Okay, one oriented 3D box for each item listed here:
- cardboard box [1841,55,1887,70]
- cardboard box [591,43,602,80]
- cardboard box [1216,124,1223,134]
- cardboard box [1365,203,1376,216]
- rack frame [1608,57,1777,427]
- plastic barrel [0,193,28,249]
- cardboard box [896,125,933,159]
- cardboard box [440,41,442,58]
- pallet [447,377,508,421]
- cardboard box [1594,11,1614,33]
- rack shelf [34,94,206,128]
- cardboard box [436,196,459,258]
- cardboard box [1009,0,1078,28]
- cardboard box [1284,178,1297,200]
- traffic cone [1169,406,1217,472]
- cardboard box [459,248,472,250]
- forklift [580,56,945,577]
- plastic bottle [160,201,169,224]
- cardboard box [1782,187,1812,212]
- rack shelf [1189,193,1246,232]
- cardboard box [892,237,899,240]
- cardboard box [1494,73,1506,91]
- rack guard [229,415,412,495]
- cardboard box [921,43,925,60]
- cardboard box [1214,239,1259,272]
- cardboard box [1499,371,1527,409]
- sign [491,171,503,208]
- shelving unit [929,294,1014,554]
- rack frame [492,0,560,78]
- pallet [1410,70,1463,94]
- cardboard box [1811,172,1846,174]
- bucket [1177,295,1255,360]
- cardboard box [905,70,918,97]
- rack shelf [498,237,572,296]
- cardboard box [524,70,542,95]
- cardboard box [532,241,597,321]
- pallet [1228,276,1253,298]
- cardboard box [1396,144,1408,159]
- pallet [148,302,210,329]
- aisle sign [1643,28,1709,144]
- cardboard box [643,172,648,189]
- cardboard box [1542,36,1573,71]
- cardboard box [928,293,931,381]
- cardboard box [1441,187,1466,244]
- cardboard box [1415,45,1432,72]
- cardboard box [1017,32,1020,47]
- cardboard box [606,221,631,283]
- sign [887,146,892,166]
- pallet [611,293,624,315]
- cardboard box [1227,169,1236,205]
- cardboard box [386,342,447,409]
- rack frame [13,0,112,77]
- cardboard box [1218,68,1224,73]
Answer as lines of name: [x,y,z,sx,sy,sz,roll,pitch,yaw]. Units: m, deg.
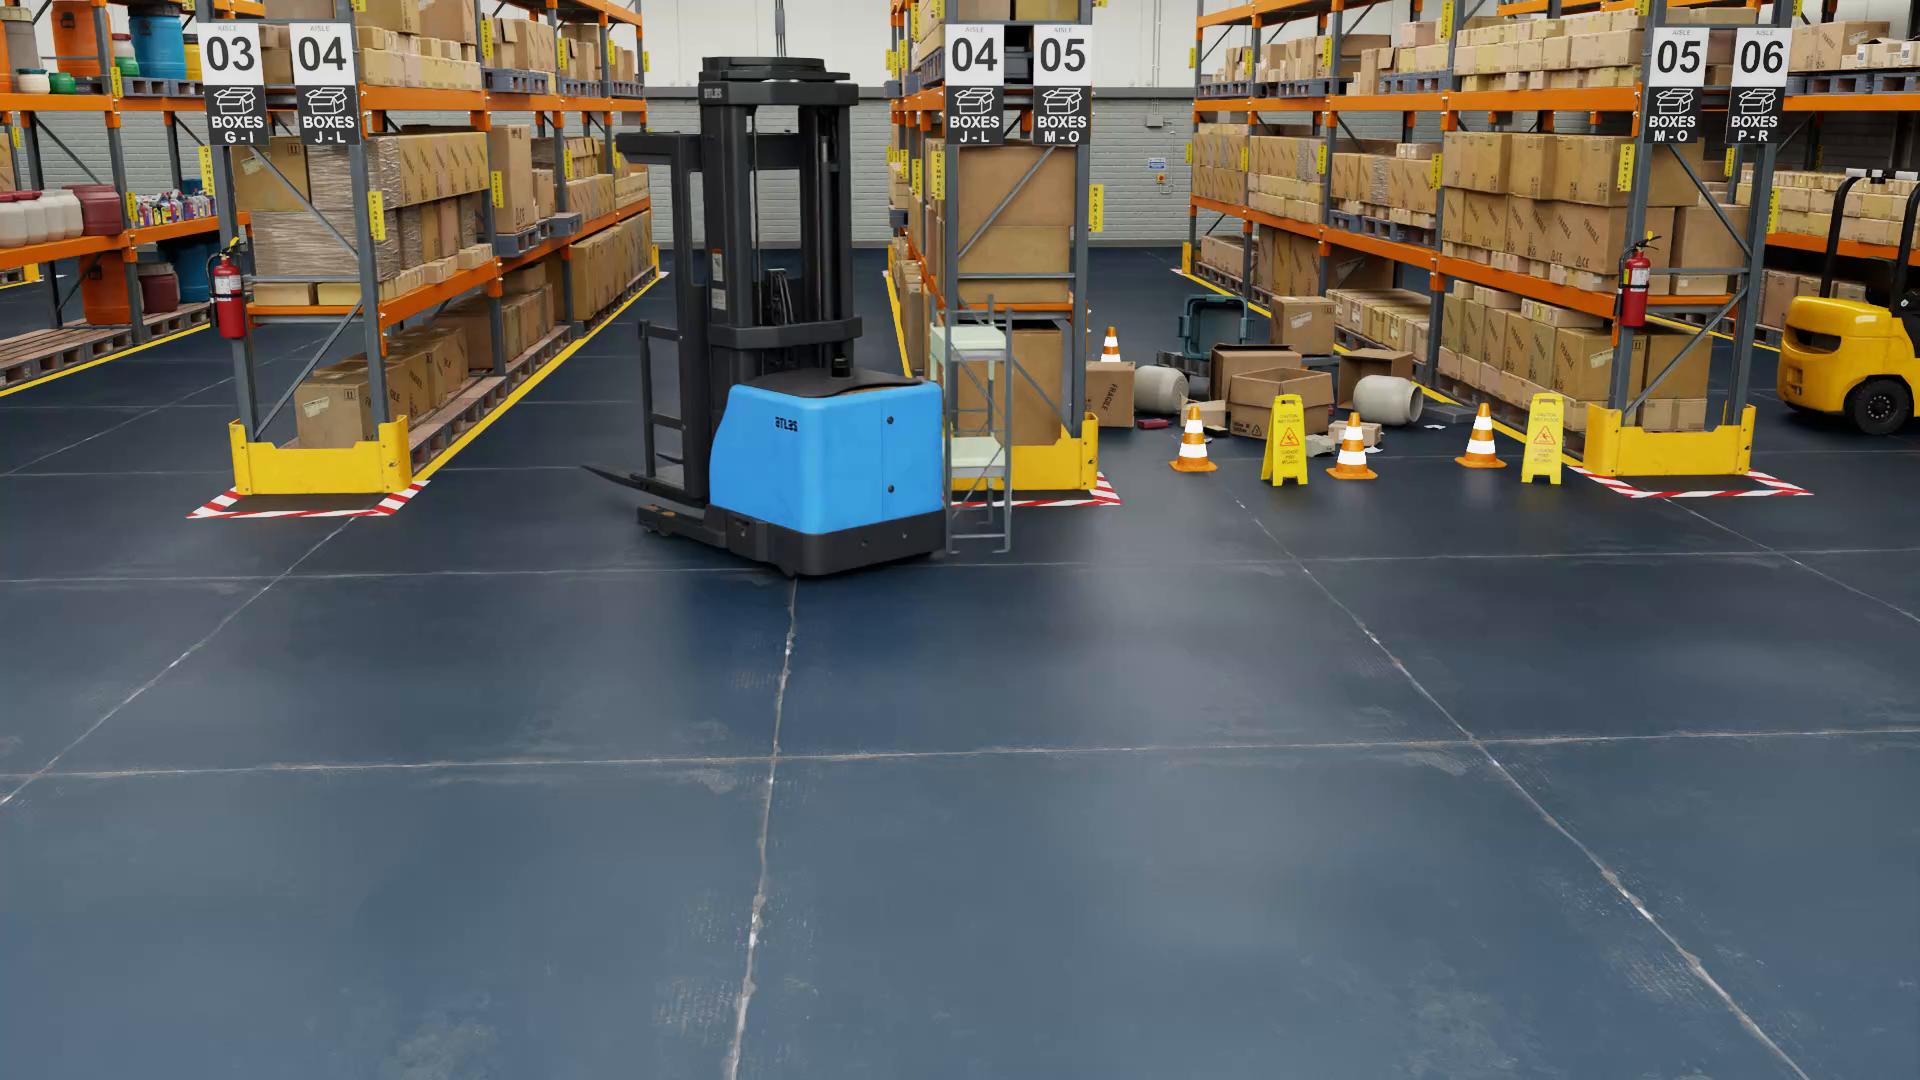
cardboard box: [9.616,-5.074,17.667,0.380,0.149,0.250,-1,14,-4]
cardboard box: [-5.414,-6.736,23.422,0.700,0.500,0.500,-2,15,-7]
cardboard box: [4.138,-6.305,25.502,0.380,0.149,0.250,-1,14,-5]
cardboard box: [4.712,-3.678,18.464,0.380,0.149,0.250,0,14,0]
rack frame: [5.329,-1.958,12.116,1.000,3.000,0.127,-1,14,-3]
plastic barrel: [-9.639,-3.213,16.721,0.433,0.535,0.433,0,14,0]
cardboard box: [-0.648,-5.630,23.584,0.500,0.500,0.500,-1,14,-5]
cardboard box: [-4.489,-4.034,13.666,0.380,0.149,0.250,0,14,-1]
pallet: [-4.733,-1.283,15.088,1.003,0.211,1.213,-1,14,-3]
cardboard box: [5.002,-3.883,12.480,0.380,0.149,0.250,-1,14,-4]
rack shelf: [-10.125,-5.320,20.606,1.077,0.370,4.000,-1,14,-3]
cardboard box: [-4.716,-2.632,13.937,0.875,0.500,0.500,-1,14,-3]
cardboard box: [0.621,-3.756,11.746,0.500,0.250,0.500,-1,14,-4]
cardboard box: [4.462,-4.488,21.247,0.500,0.250,0.500,-1,14,-5]
traffic cone: [1.779,-0.782,12.636,0.336,0.463,0.334,-1,14,-3]
cardboard box: [-4.541,-2.504,14.741,0.380,0.149,0.250,-1,14,-3]
forklift: [-1.432,-1.508,10.506,1.130,2.935,3.031,-12,19,-39]
plastic bottle: [-9.736,-4.003,20.324,0.097,0.271,0.097,0,14,0]
cardboard box: [9.615,-3.825,18.672,0.500,0.250,0.500,-1,14,-5]
rack shelf: [4.462,-5.091,25.738,1.077,0.370,4.000,-1,14,-3]
cardboard box: [-0.903,-4.811,26.889,0.380,0.149,0.250,-2,15,-6]
cardboard box: [4.918,-4.014,14.590,0.380,0.149,0.250,0,14,-2]
rack guard: [-4.566,-0.613,11.906,1.175,0.500,0.348,-1,14,-3]
cardboard box: [-0.138,-4.212,14.317,0.380,0.149,0.250,-1,14,-4]
cardboard box: [4.544,-4.510,26.332,0.875,0.438,0.875,0,14,-2]
cardboard box: [4.948,-1.285,14.178,0.500,0.250,0.500,-1,14,-5]
sign: [-4.268,-3.229,15.320,0.100,0.325,0.005,-1,14,-3]
shelving unit: [0.062,-0.742,10.401,0.431,1.500,0.755,-2,15,-7]
rack frame: [-5.057,-6.700,18.507,1.000,3.000,0.127,-1,14,-3]
pallet: [5.149,-4.470,16.235,1.213,0.211,1.003,-1,14,-3]
cardboard box: [10.093,-4.181,19.254,0.380,0.149,0.250,-1,14,-3]
bucket: [2.457,-2.004,15.813,0.726,0.611,0.620,4,5,16]
cardboard box: [-0.390,-5.485,19.605,0.500,0.500,0.500,-1,14,-3]
rack shelf: [-4.934,-2.949,17.411,1.077,0.370,4.000,-1,14,-3]
cardboard box: [-4.711,-4.812,17.490,0.500,0.250,0.500,0,14,-2]
cardboard box: [-5.079,-3.141,20.135,1.225,0.875,0.875,-2,15,-6]
pallet: [4.617,-3.782,24.802,1.003,0.211,1.213,-1,14,-3]
cardboard box: [4.731,-4.013,17.161,0.380,0.149,0.250,-2,15,-6]
pallet: [-10.164,-2.866,21.240,1.003,0.211,1.213,-1,14,-3]
aisle sign: [5.044,-3.197,11.715,0.394,0.787,0.004,-1,14,-3]
cardboard box: [-5.258,-5.739,26.516,0.500,0.250,0.500,-1,14,-4]
cardboard box: [4.962,-3.859,13.190,0.500,0.250,0.500,0,14,-2]
cardboard box: [0.176,-1.644,14.317,0.875,0.875,0.875,-1,14,-3]
cardboard box: [4.830,-3.031,15.491,0.500,0.500,0.500,-1,14,-4]
cardboard box: [4.874,-4.805,16.620,0.500,0.250,0.500,-1,14,-3]
cardboard box: [0.631,-3.780,12.641,0.380,0.149,0.250,-1,14,-3]
cardboard box: [-5.266,-4.129,23.976,0.875,0.875,0.875,-1,14,-3]
sign: [-1.138,-6.246,27.046,0.100,0.325,0.005,-1,14,-3]
pallet: [-5.182,-3.248,22.727,1.003,0.211,1.213,-1,14,-3]
cardboard box: [4.264,-5.230,24.633,0.500,0.500,0.500,-1,14,-5]
cardboard box: [-4.665,-1.397,14.109,0.500,0.500,0.500,-2,15,-8]
rack frame: [-10.001,-6.623,18.209,1.000,3.000,0.127,-1,14,-3]
cardboard box: [4.456,-7.458,26.732,0.500,0.250,0.500,-2,15,-9]
